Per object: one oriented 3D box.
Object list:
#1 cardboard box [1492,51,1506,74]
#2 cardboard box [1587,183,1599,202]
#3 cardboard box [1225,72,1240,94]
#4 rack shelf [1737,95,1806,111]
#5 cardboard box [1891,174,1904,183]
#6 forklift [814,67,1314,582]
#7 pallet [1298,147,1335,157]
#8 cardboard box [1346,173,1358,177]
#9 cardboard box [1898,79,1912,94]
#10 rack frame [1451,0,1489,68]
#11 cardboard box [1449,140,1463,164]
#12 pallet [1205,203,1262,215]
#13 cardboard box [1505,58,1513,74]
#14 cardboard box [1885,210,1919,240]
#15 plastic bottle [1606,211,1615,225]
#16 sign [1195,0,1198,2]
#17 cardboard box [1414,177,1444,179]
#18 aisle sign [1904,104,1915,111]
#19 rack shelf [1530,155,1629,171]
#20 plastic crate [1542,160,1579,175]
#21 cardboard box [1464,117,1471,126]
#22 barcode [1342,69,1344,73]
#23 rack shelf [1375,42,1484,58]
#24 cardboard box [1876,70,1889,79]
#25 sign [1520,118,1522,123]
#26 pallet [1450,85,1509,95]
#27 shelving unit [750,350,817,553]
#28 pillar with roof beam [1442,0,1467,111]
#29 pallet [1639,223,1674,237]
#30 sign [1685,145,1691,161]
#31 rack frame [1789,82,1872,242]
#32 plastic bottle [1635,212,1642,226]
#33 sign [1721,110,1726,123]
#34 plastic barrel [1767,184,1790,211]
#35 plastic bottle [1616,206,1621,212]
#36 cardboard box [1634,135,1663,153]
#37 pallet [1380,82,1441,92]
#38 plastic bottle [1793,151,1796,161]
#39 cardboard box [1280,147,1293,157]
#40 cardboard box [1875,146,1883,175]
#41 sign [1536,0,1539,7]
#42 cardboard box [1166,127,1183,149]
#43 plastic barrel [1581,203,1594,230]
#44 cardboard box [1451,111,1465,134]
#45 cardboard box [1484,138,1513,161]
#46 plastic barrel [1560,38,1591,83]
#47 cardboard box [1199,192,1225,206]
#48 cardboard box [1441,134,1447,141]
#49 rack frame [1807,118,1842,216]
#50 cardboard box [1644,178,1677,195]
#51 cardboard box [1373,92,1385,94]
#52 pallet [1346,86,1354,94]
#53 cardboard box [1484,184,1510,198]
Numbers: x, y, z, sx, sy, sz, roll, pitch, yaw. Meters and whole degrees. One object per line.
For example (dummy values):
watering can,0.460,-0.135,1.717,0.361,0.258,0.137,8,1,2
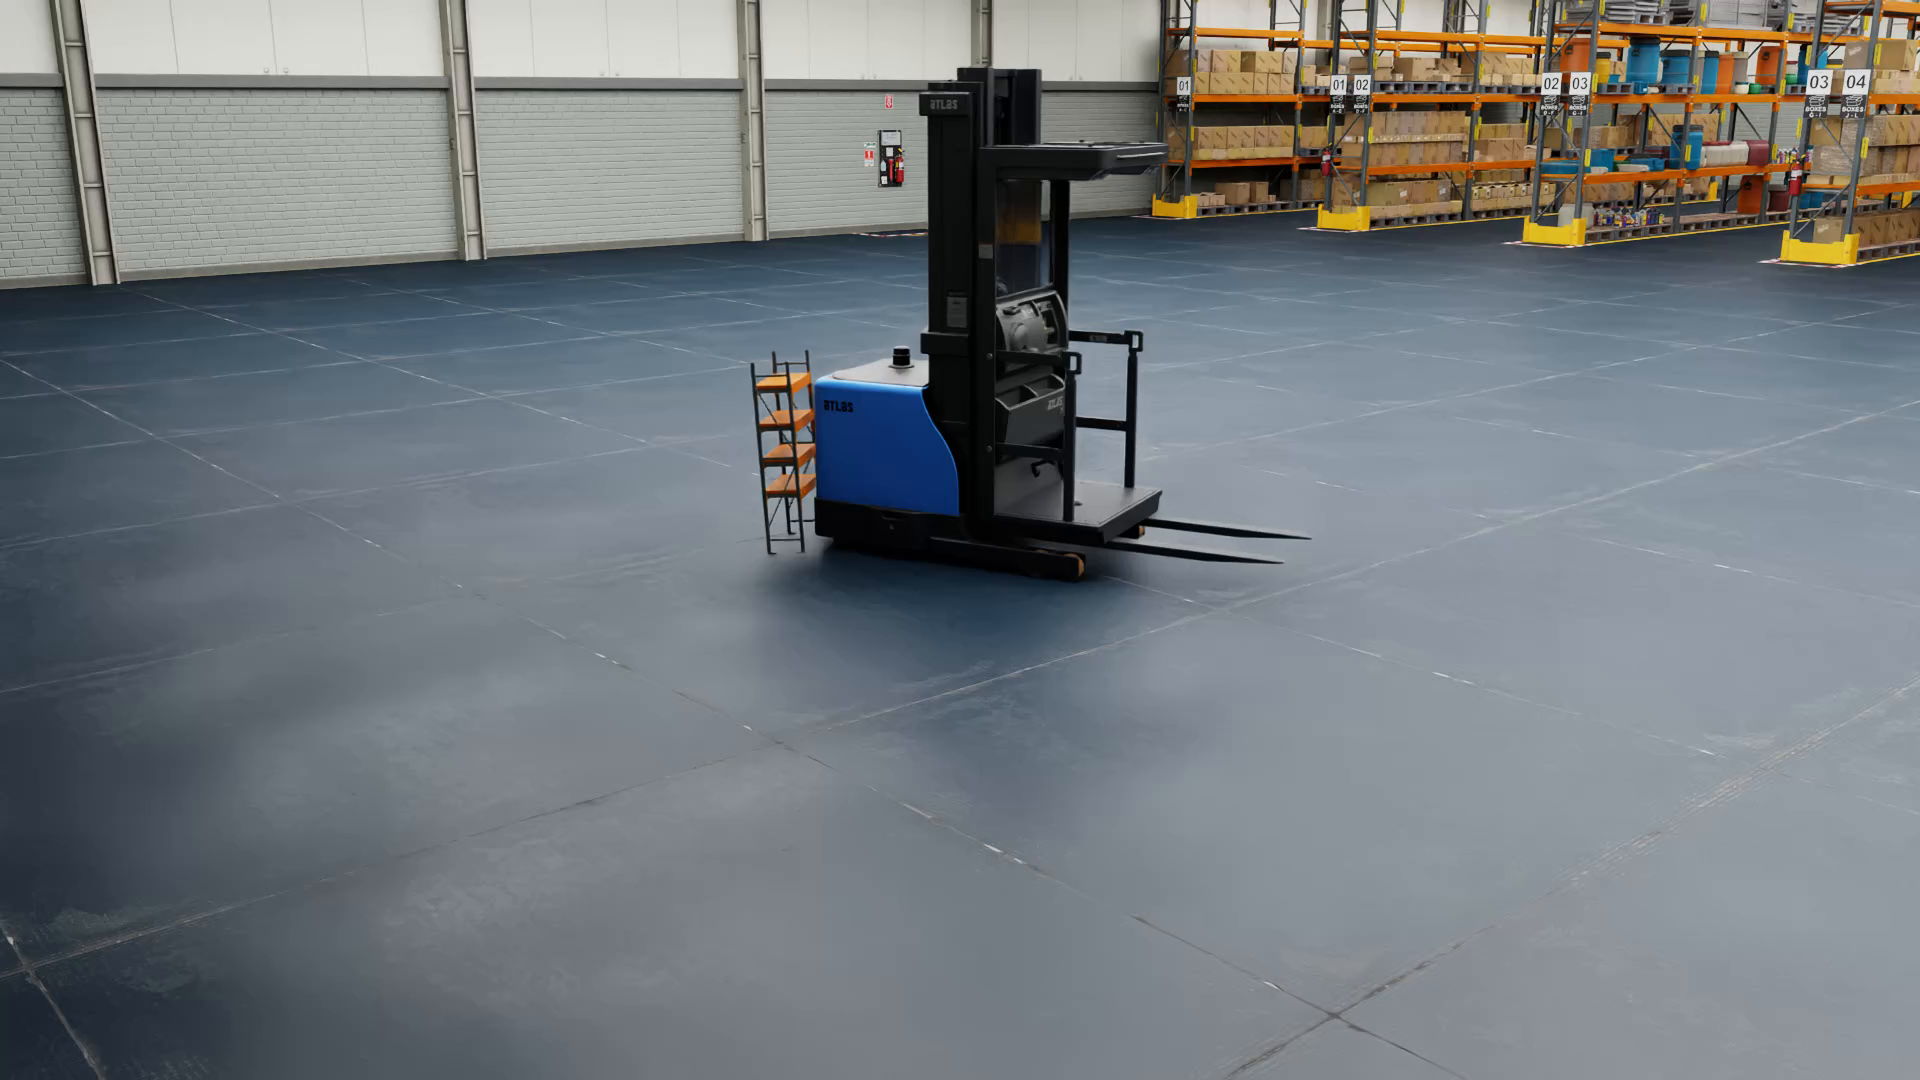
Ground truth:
cardboard box,12.224,-11.007,38.356,0.500,0.500,0.500,-10,18,-34
cardboard box,15.640,-8.745,41.668,0.500,0.500,0.500,-13,20,-40
cardboard box,6.280,-10.841,39.480,0.500,0.500,0.500,-12,19,-37
rack shelf,19.093,-10.020,38.033,4.000,0.370,1.077,-13,19,-39
cardboard box,16.368,-6.376,29.295,0.250,0.149,0.380,-13,19,-39
forklift,0.624,-1.325,10.031,3.031,2.935,1.130,7,17,26
pallet,8.736,-9.840,42.146,1.213,0.211,1.003,-13,19,-39
cardboard box,10.101,-9.659,43.638,0.500,0.250,0.500,-12,19,-38
cardboard box,16.095,-7.840,28.768,0.500,0.250,0.500,-13,20,-40
rack frame,14.099,-14.085,46.042,0.127,3.000,1.000,-13,19,-39
cardboard box,10.988,-8.839,37.836,0.500,0.500,0.700,-13,20,-41
pallet,6.659,-8.155,40.873,1.213,0.211,1.003,-13,19,-39
cardboard box,15.204,-13.331,46.863,0.500,0.500,0.500,-13,20,-40
cardboard box,17.490,-5.873,30.956,0.500,0.500,0.500,-13,20,-41
plastic bottle,13.339,-6.615,34.126,0.135,0.276,0.152,-13,19,-39
sign,5.402,-12.436,37.905,0.005,0.325,0.100,-13,19,-39
cardboard box,10.763,-8.087,38.273,0.500,0.500,0.500,-13,19,-39
aisle sign,23.866,-11.146,41.629,0.004,0.787,0.394,-13,19,-39
rack shelf,15.845,-9.536,42.033,4.000,0.370,1.077,-13,19,-39
plastic crate,11.731,-7.296,32.540,0.616,0.251,0.499,-13,19,-39
cardboard box,13.914,-11.621,46.183,0.500,0.250,0.500,-12,19,-38
barcode,8.212,-10.064,35.679,0.075,0.075,0.001,-13,19,-39
rack shelf,12.590,-13.205,44.918,4.000,0.370,1.077,-13,19,-39
cardboard box,15.419,-7.857,28.056,0.250,0.149,0.380,-12,19,-38
sign,16.756,-12.430,49.639,0.005,0.325,0.100,-13,19,-39
pallet,11.975,-10.376,38.341,1.217,0.209,0.805,-14,20,-42
shelving unit,-1.084,-0.563,10.502,0.258,1.200,0.503,-1,15,10
pillar with roof beam,16.885,-13.534,43.979,0.400,9.000,9.100,-13,19,-39
pallet,14.033,-6.450,34.486,1.213,0.211,1.003,-13,19,-39
sign,14.920,-7.927,34.078,0.005,0.325,0.100,-13,19,-39
rack frame,14.801,-6.261,28.375,0.127,3.000,1.000,-13,19,-39
plastic bottle,13.757,-6.520,33.772,0.135,0.276,0.152,-12,19,-38
sign,20.720,-11.501,45.138,0.005,0.325,0.100,-13,19,-39
plastic barrel,18.794,-7.895,38.355,0.708,0.588,0.600,-13,19,-39
plastic bottle,13.686,-6.779,34.598,0.185,0.351,0.144,-12,19,-38
cardboard box,17.917,-10.304,43.320,0.500,0.500,0.500,-12,19,-38
pallet,9.772,-9.919,36.429,1.213,0.211,1.003,-13,19,-39
plastic bottle,18.926,-8.699,37.754,0.097,0.271,0.097,0,15,0
cardboard box,7.905,-9.629,41.238,0.500,0.250,0.500,-13,19,-39
cardboard box,15.532,-6.648,29.057,0.500,0.500,0.875,-13,19,-39
sign,13.972,-13.037,40.156,0.005,0.325,0.100,-13,19,-39
cardboard box,5.262,-9.574,39.580,0.500,0.500,0.500,-13,20,-40
plastic barrel,12.374,-6.437,33.043,0.421,0.512,0.421,0,15,0
cardboard box,10.988,-9.466,37.668,0.500,0.500,0.700,-13,19,-39
cardboard box,12.684,-9.217,39.249,0.500,0.500,0.500,-13,19,-39
plastic barrel,11.833,-9.191,31.889,0.708,0.830,0.600,-13,19,-39
cardboard box,6.057,-8.263,40.231,0.500,0.311,0.500,-11,18,-35
cardboard box,10.672,-9.010,37.219,0.250,0.149,0.380,-13,20,-39
rack frame,20.602,-9.258,39.596,0.127,3.000,1.000,-13,19,-39
cardboard box,18.767,-9.548,44.669,0.637,0.503,0.797,-13,19,-39
cardboard box,10.715,-11.750,43.248,0.500,0.311,0.500,-13,19,-39
pallet,9.380,-11.450,42.354,1.003,0.211,1.213,-13,19,-39
cardboard box,12.564,-8.206,39.086,0.500,0.311,0.500,-14,20,-41
